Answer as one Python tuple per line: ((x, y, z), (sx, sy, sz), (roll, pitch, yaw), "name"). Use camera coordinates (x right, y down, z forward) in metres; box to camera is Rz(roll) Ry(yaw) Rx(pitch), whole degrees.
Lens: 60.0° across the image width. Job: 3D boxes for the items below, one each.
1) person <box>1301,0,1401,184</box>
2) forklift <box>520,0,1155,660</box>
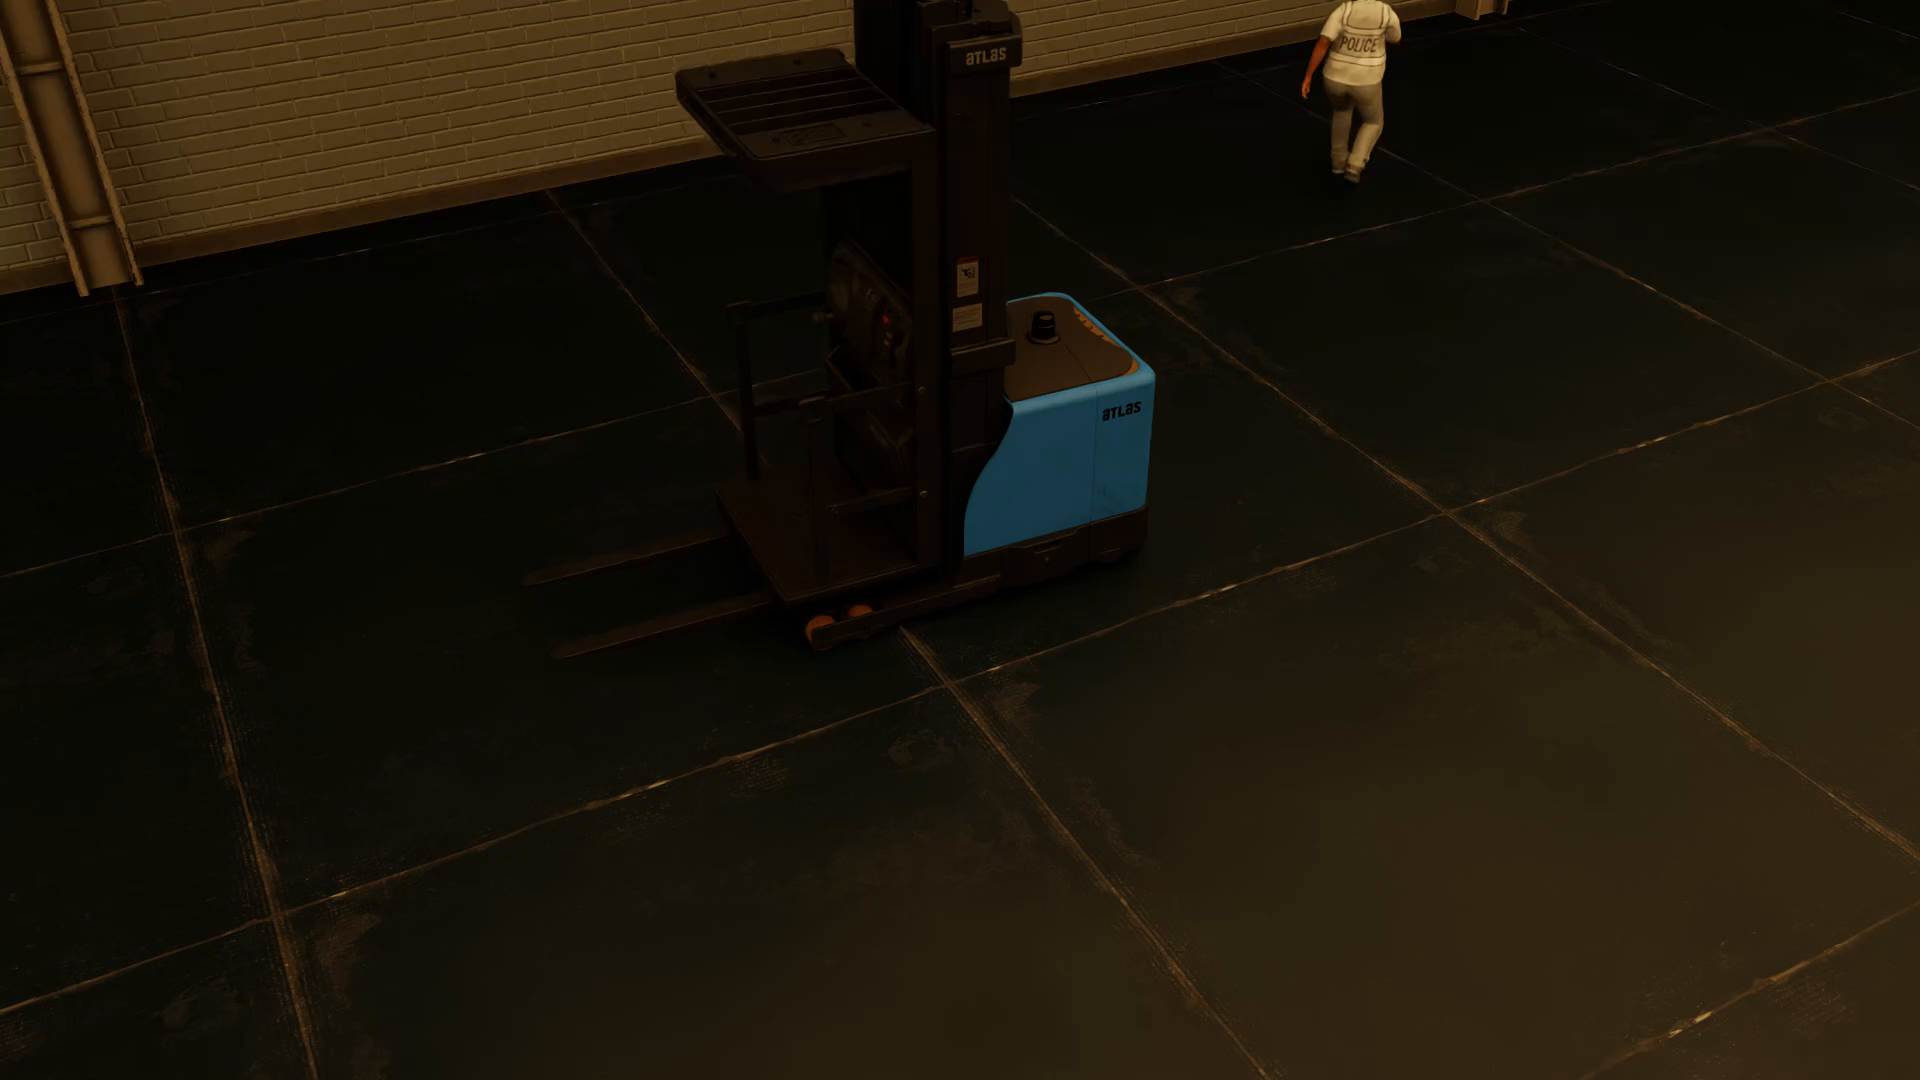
((2.845, -3.368, 12.061), (0.583, 1.596, 0.671), (16, 38, 21), "person")
((-0.606, -1.020, 7.566), (3.031, 2.935, 1.130), (-15, 38, -20), "forklift")
